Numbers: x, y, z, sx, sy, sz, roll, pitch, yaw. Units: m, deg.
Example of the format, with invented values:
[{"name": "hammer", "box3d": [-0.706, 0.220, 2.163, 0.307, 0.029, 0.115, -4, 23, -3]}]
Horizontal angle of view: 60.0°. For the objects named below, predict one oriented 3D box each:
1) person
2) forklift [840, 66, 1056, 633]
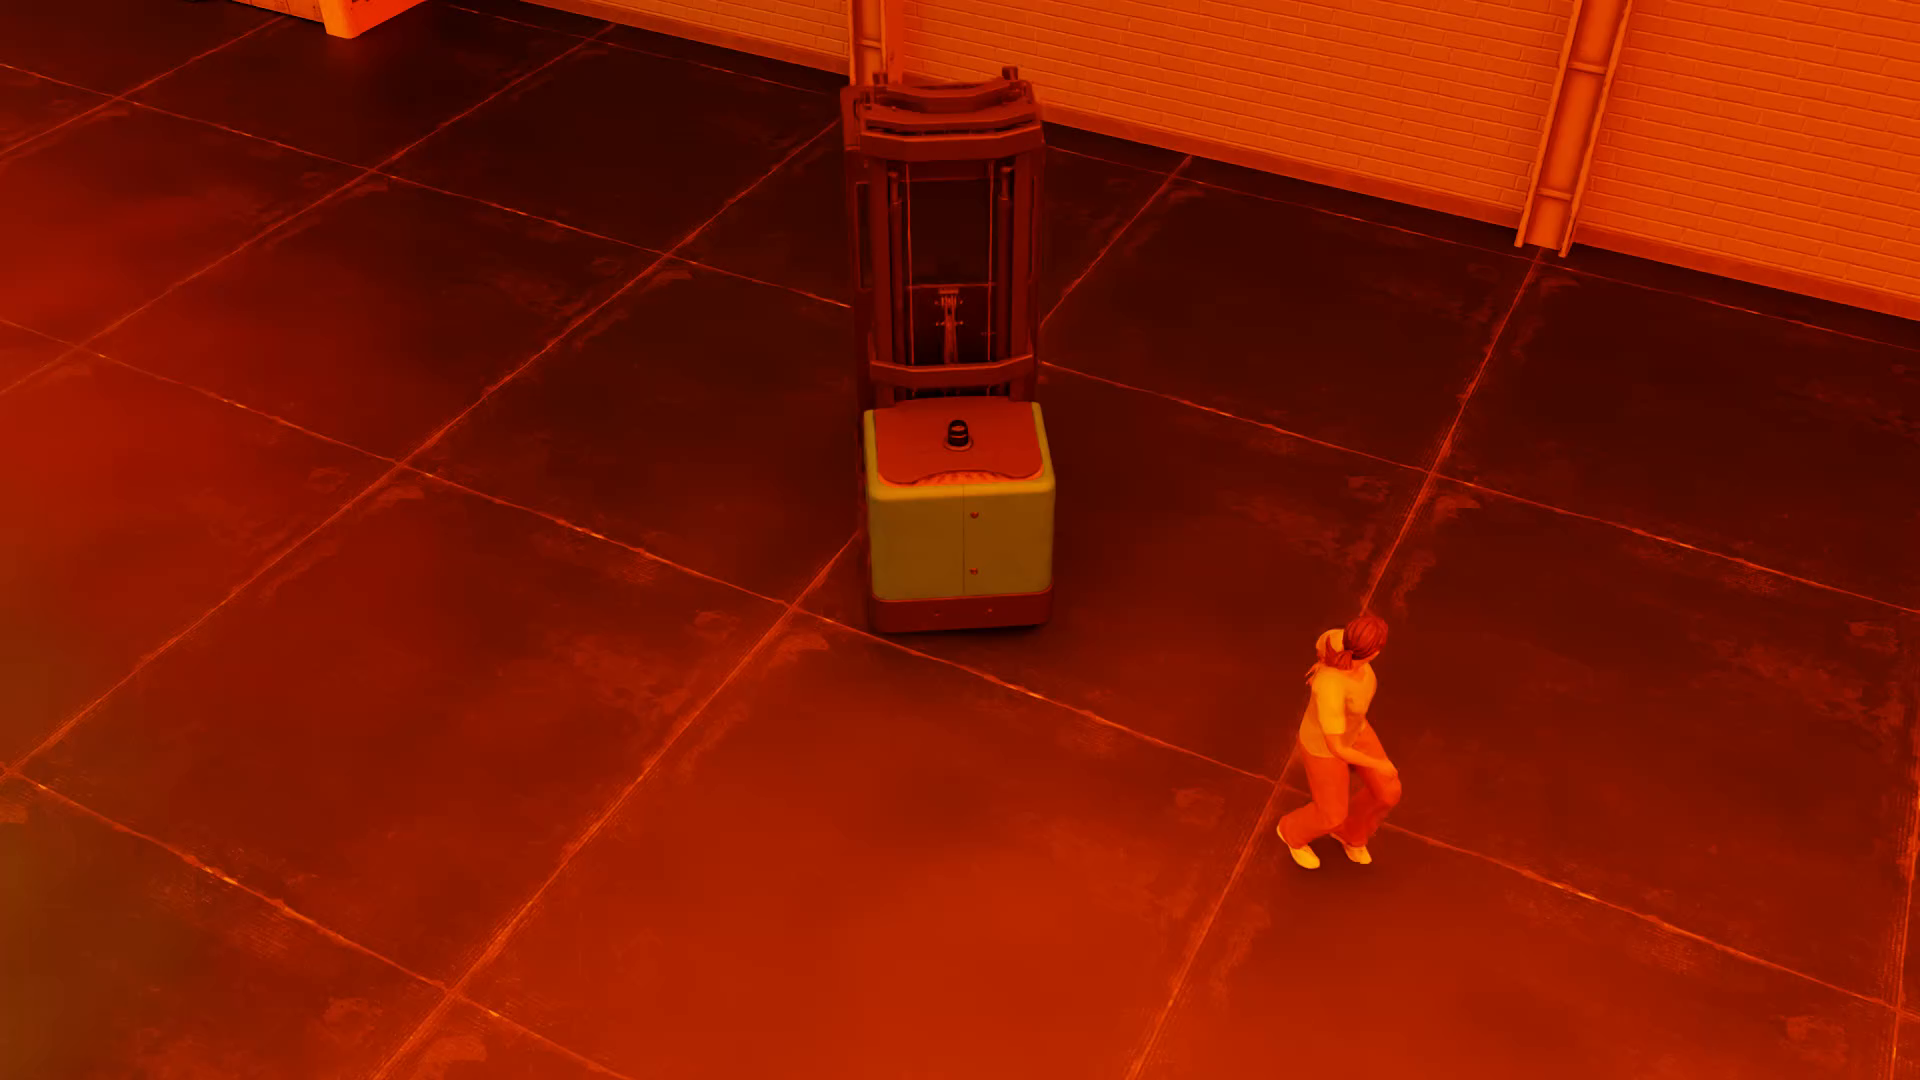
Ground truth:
[{"name": "person", "box3d": [1.785, 0.920, 7.872, 0.700, 1.544, 0.585, 32, 49, 32]}, {"name": "forklift", "box3d": [-0.105, -1.529, 9.802, 1.130, 2.935, 3.031, -3, 40, -4]}]
